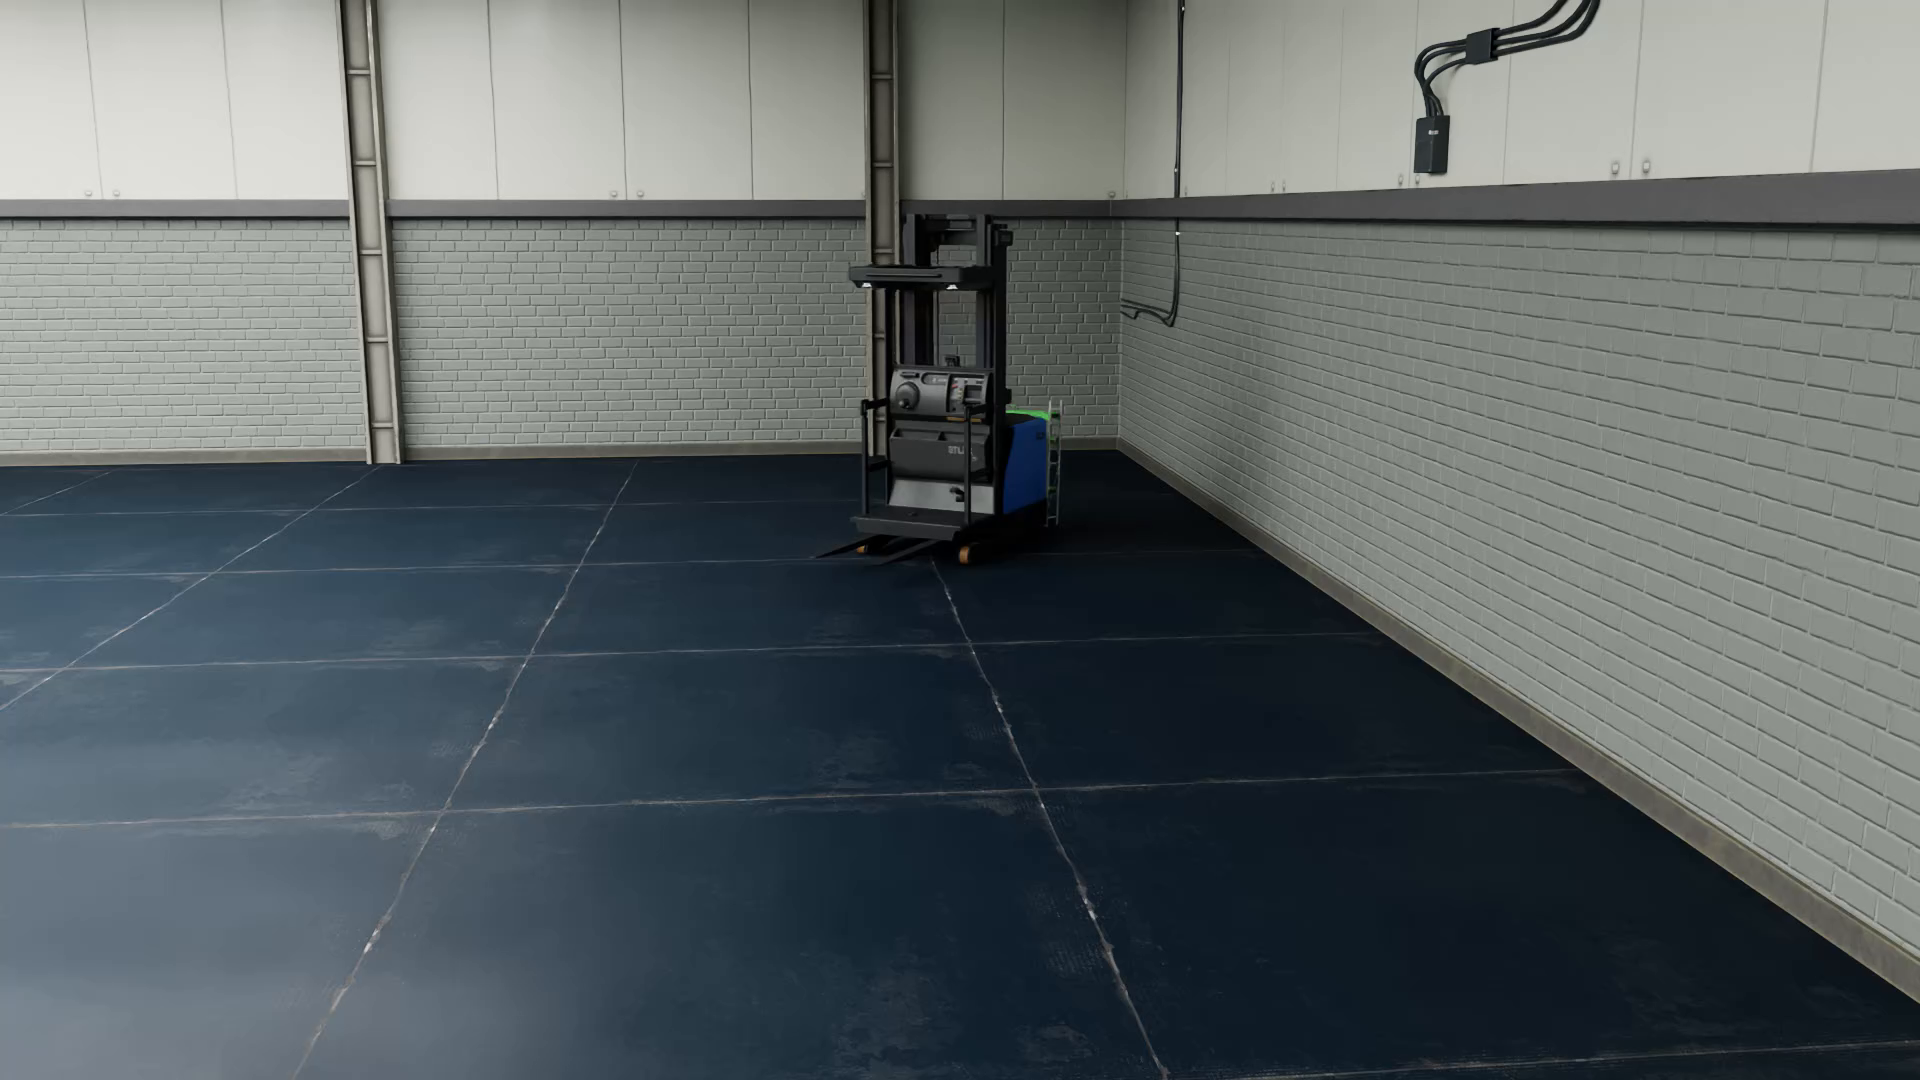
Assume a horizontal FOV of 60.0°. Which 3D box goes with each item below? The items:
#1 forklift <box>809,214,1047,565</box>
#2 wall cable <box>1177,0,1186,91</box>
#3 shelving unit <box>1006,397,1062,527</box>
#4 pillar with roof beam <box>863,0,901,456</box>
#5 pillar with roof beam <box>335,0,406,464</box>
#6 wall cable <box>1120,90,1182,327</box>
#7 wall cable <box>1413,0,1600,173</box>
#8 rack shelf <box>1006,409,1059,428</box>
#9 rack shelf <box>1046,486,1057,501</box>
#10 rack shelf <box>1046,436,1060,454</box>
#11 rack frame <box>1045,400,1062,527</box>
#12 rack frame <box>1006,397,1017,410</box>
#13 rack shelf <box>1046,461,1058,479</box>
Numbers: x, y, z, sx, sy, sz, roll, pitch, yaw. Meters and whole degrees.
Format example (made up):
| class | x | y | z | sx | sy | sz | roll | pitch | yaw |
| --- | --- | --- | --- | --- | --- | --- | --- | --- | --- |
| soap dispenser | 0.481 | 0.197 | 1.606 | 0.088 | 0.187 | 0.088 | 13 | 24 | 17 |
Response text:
| class | x | y | z | sx | sy | sz | roll | pitch | yaw |
| --- | --- | --- | --- | --- | --- | --- | --- | --- | --- |
| forklift | -0.268 | -1.320 | 14.365 | 1.130 | 2.935 | 3.031 | 5 | 12 | 25 |
| wall cable | 2.423 | -5.724 | 15.995 | 0.112 | 2.526 | 3.097 | -1 | 11 | -6 |
| shelving unit | 0.682 | -0.753 | 15.940 | 0.503 | 1.200 | 0.258 | 6 | 10 | 29 |
| pillar with roof beam | -0.475 | -4.655 | 15.600 | 0.400 | 9.000 | 9.100 | -1 | 11 | -6 |
| pillar with roof beam | -6.440 | -4.530 | 14.964 | 0.400 | 9.000 | 9.100 | -1 | 11 | -6 |
| wall cable | 2.131 | -3.765 | 19.121 | 0.112 | 2.526 | 3.097 | -1 | 11 | -6 |
| wall cable | 3.141 | -5.136 | 9.231 | 0.169 | 6.003 | 2.305 | -1 | 11 | -6 |
| rack shelf | 0.691 | -1.164 | 15.877 | 0.480 | 0.148 | 0.258 | 6 | 10 | 29 |
| rack shelf | 0.674 | -0.453 | 15.987 | 0.480 | 0.148 | 0.258 | 6 | 10 | 29 |
| rack shelf | 0.686 | -0.927 | 15.913 | 0.480 | 0.148 | 0.258 | 6 | 10 | 29 |
| rack frame | 0.893 | -0.730 | 15.820 | 0.015 | 1.200 | 0.240 | 6 | 10 | 29 |
| rack frame | 0.470 | -0.777 | 16.060 | 0.015 | 1.200 | 0.240 | 6 | 10 | 29 |
| rack shelf | 0.680 | -0.690 | 15.950 | 0.480 | 0.148 | 0.258 | 6 | 10 | 29 |
